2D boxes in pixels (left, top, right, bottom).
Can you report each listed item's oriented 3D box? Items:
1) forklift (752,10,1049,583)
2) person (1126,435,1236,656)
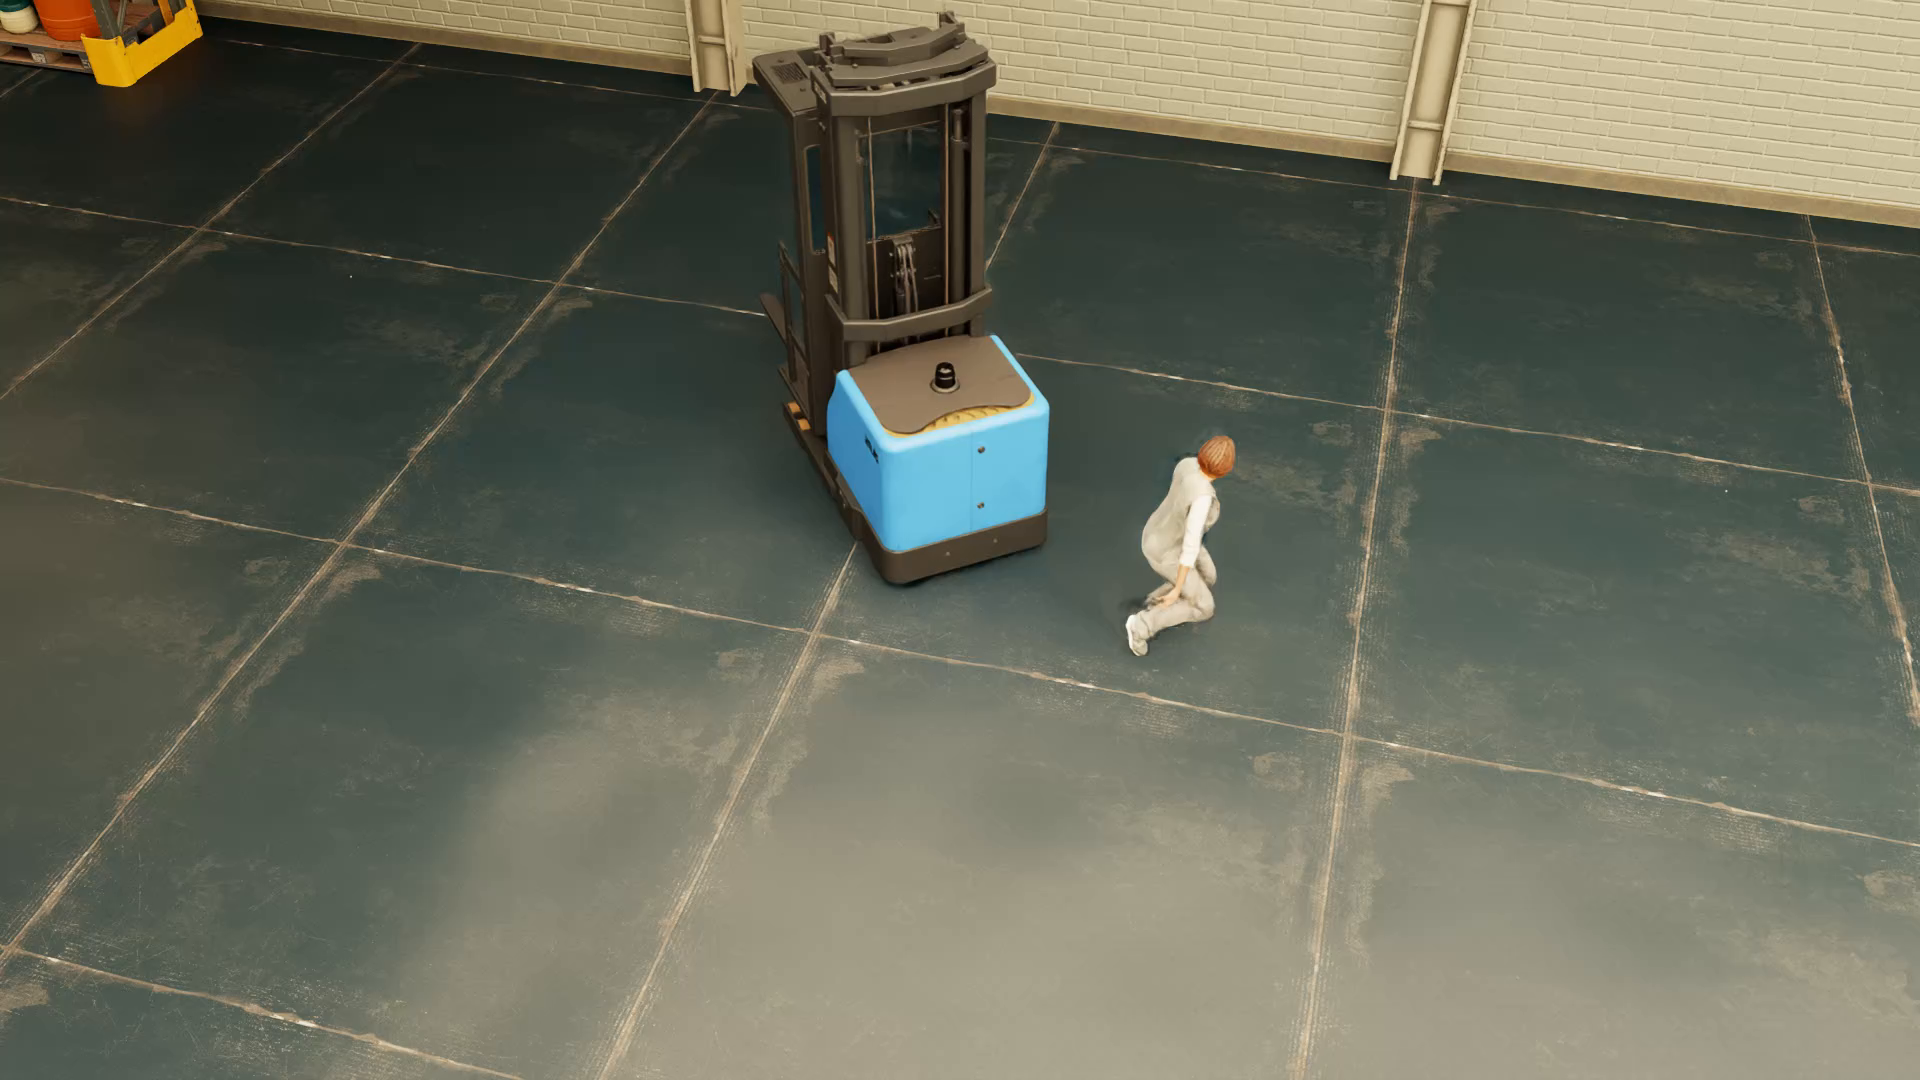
[{"bbox_3d":[-0.515,-1.827,9.946,1.130,2.935,3.031,-15,44,-17],"label":"forklift"},{"bbox_3d":[1.178,0.052,8.965,0.476,1.430,0.822,6,42,7],"label":"person"}]
